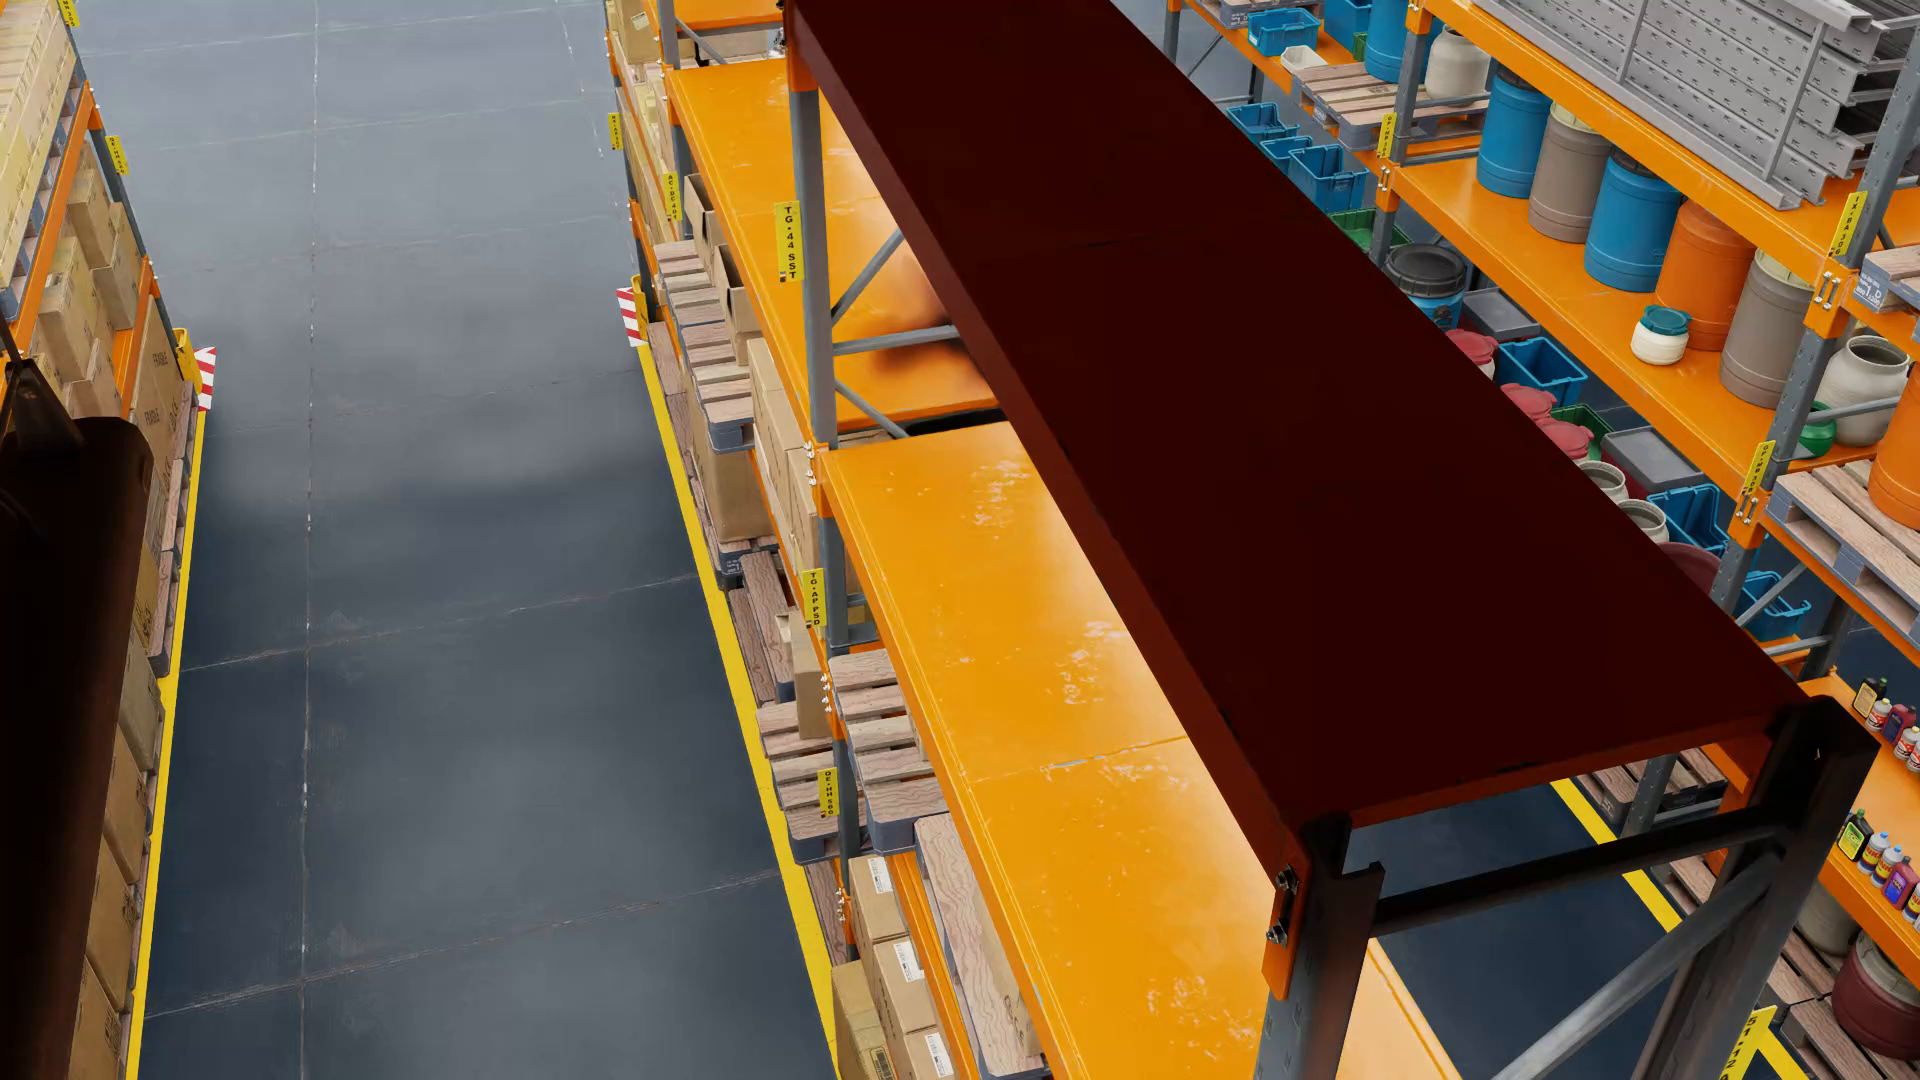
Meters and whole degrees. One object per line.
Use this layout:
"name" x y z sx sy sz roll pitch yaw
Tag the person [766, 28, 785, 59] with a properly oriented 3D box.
"person" -1.770 -4.998 17.794 0.667 1.710 0.584 9 39 11
